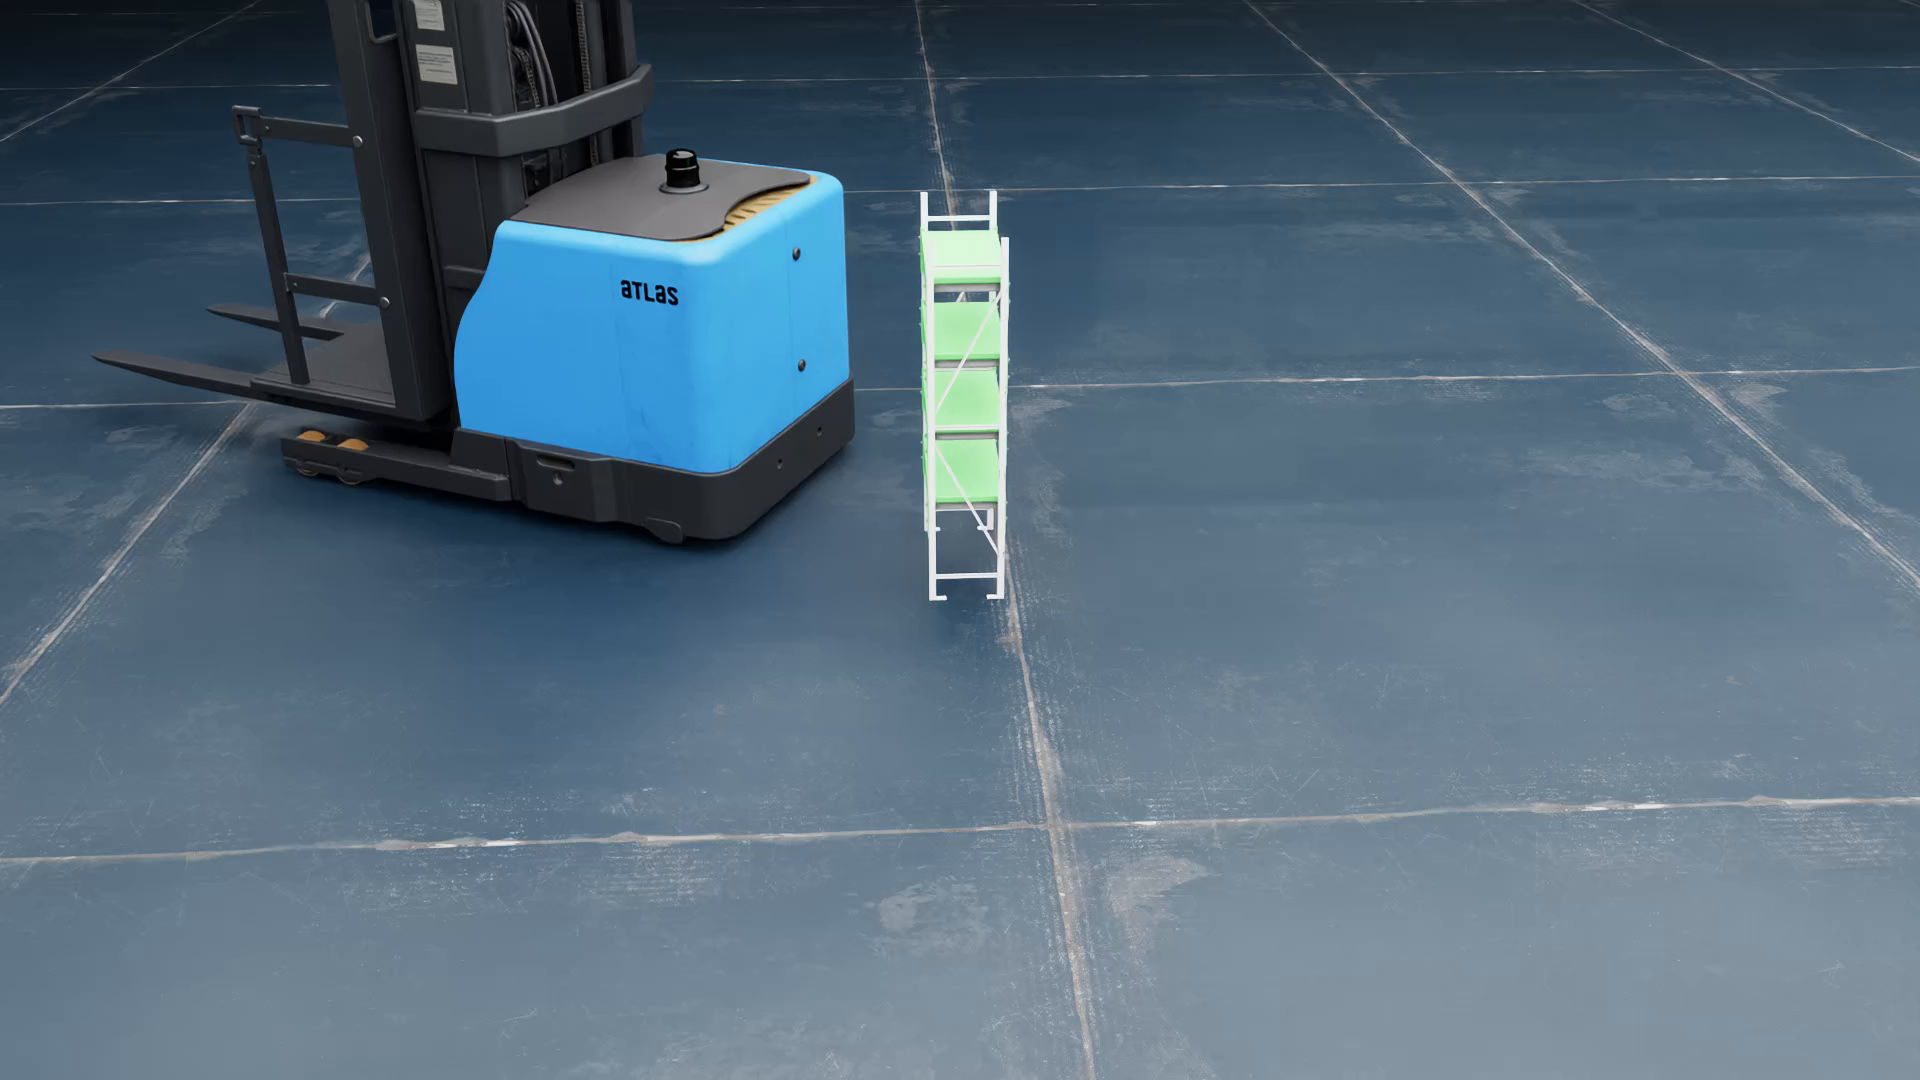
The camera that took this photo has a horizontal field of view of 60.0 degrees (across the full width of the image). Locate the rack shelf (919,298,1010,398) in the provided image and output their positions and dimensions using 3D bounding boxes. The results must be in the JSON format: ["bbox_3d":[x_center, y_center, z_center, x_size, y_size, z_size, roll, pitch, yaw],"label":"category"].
[{"bbox_3d":[0.009,-0.612,5.245,0.258,0.148,0.480,-1,28,-3],"label":"rack shelf"}]

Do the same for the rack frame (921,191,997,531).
[{"bbox_3d":[-0.004,-0.568,5.542,0.240,1.200,0.015,-1,28,-3],"label":"rack frame"}]

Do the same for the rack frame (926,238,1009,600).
[{"bbox_3d":[0.021,-0.343,5.110,0.240,1.200,0.015,-1,28,-3],"label":"rack frame"}]

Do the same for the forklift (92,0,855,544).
[{"bbox_3d":[-1.969,-1.715,5.869,3.031,2.935,1.130,11,29,20],"label":"forklift"}]

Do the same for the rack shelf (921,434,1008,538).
[{"bbox_3d":[0.009,-0.186,5.467,0.258,0.148,0.480,-1,28,-3],"label":"rack shelf"}]

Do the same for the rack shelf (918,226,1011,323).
[{"bbox_3d":[0.009,-0.824,5.134,0.258,0.148,0.480,-1,28,-3],"label":"rack shelf"}]

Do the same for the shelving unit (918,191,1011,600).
[{"bbox_3d":[0.009,-0.456,5.326,0.258,1.200,0.503,-1,28,-3],"label":"shelving unit"}]

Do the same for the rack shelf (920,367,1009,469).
[{"bbox_3d":[0.009,-0.399,5.356,0.258,0.148,0.480,-1,28,-3],"label":"rack shelf"}]
